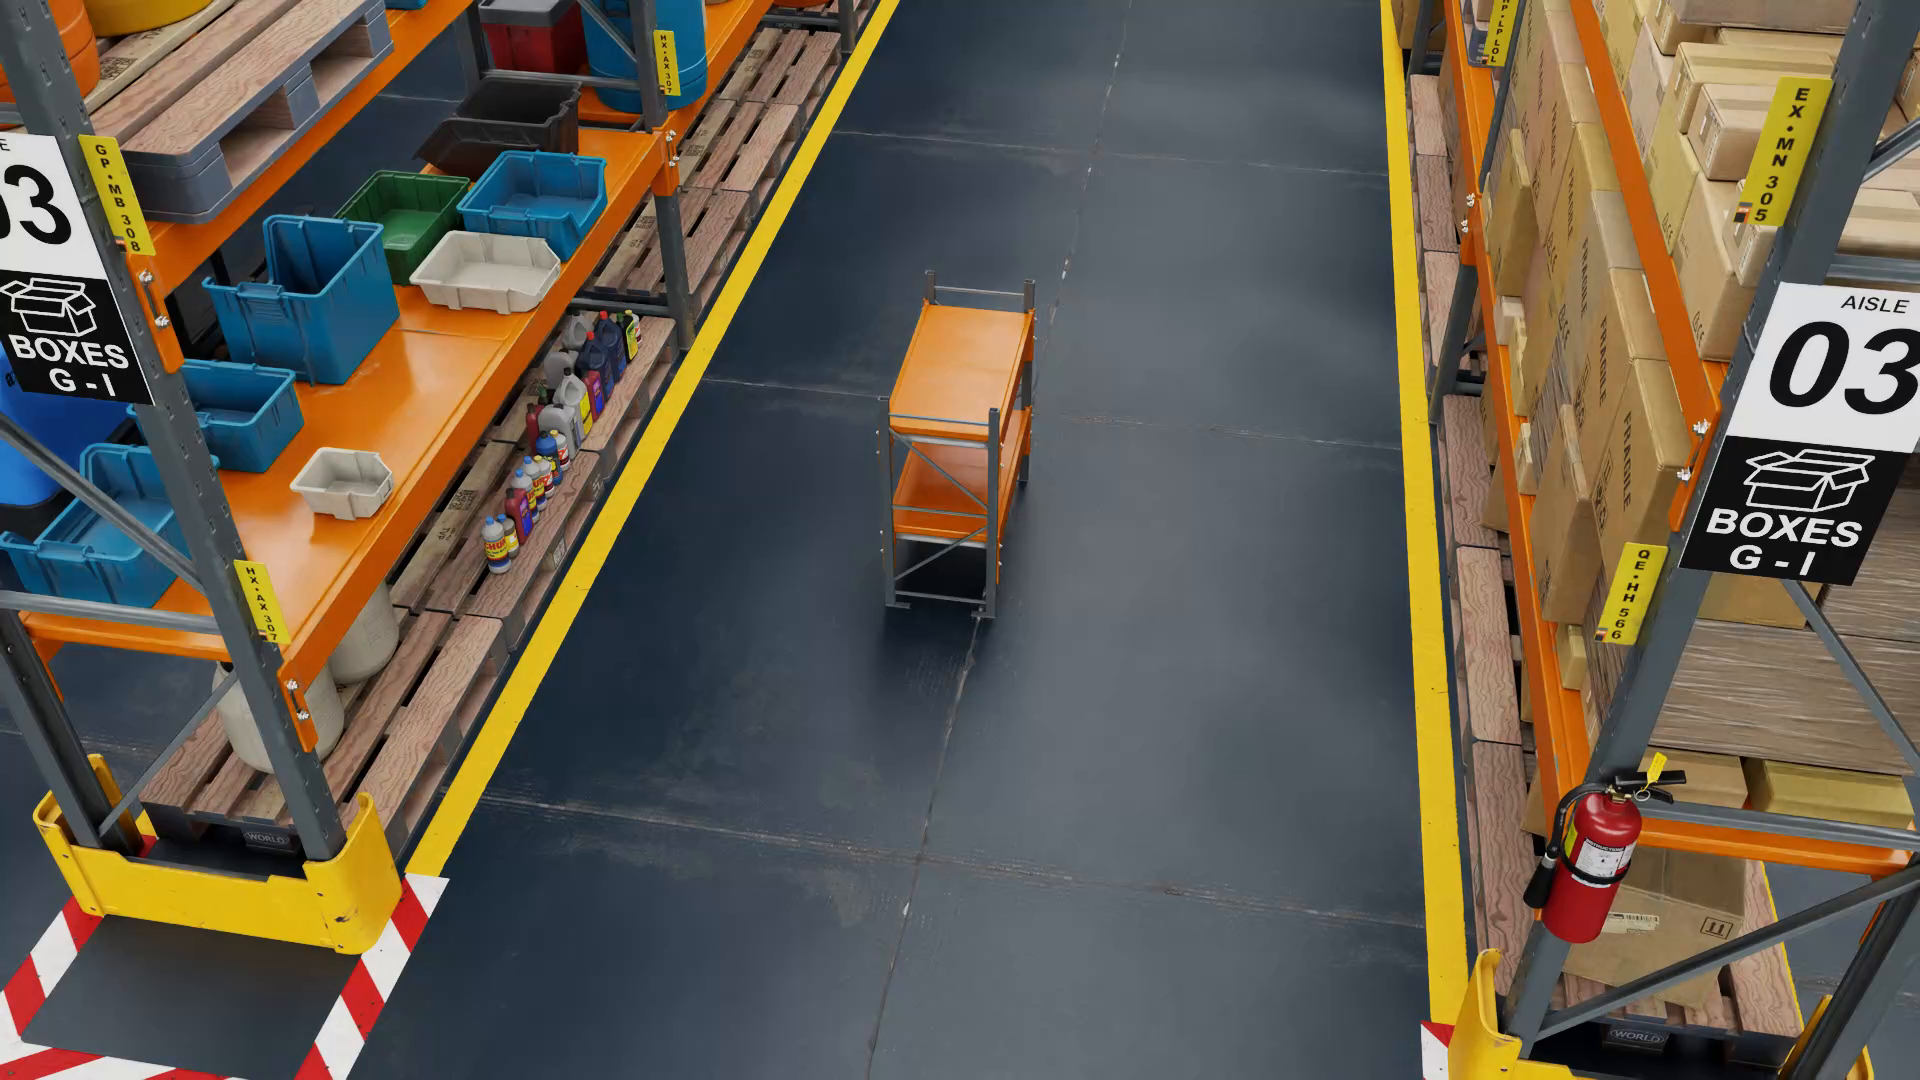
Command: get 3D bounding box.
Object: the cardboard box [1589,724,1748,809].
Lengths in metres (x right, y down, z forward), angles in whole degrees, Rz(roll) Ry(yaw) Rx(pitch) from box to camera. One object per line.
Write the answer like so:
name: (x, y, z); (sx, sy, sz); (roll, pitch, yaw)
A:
cardboard box: (2.069, 0.675, 4.873); (0.380, 0.149, 0.250); (6, 40, 8)

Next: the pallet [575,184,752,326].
pallet: (-1.866, -1.699, 9.736); (1.003, 0.211, 1.213); (6, 40, 8)

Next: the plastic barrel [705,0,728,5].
plastic barrel: (-1.455, -3.365, 9.457); (0.433, 0.535, 0.433); (0, 40, 0)

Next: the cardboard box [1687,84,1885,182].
cardboard box: (2.063, -1.015, 4.171); (0.380, 0.149, 0.250); (5, 40, 6)

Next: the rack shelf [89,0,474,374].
rack shelf: (-2.309, -1.900, 6.001); (1.077, 0.370, 4.000); (6, 40, 8)

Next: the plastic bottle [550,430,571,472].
plastic bottle: (-1.905, -0.430, 7.863); (0.097, 0.201, 0.097); (0, 40, 0)

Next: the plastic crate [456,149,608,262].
plastic crate: (-1.887, -1.495, 7.417); (0.499, 0.251, 0.616); (6, 40, 8)

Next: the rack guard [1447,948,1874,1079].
rack guard: (2.236, 1.696, 5.404); (1.175, 0.500, 0.348); (6, 40, 8)

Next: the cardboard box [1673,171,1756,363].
cardboard box: (2.056, -0.649, 4.041); (0.500, 0.250, 0.500); (7, 40, 9)

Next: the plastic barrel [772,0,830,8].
plastic barrel: (-1.203, -4.421, 12.214); (0.600, 0.830, 0.708); (6, 40, 8)

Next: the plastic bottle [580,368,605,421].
plastic bottle: (-1.811, -0.736, 8.169); (0.061, 0.283, 0.133); (9, 40, 11)

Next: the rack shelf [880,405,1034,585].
rack shelf: (0.001, -0.249, 7.649); (0.538, 0.278, 1.000); (6, 40, 8)

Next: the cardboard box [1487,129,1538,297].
cardboard box: (2.655, -1.298, 6.751); (0.875, 0.500, 0.500); (6, 40, 8)

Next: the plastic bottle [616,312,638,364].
plastic bottle: (-1.722, -1.061, 8.562); (0.061, 0.283, 0.133); (8, 40, 10)

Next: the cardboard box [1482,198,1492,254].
cardboard box: (2.526, -1.376, 7.355); (0.380, 0.149, 0.250); (6, 40, 8)

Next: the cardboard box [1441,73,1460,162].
cardboard box: (3.428, -2.675, 10.344); (0.700, 0.500, 0.500); (3, 40, 4)

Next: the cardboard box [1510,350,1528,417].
cardboard box: (2.335, -0.589, 6.402); (0.380, 0.149, 0.250); (6, 40, 8)

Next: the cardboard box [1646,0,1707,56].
cardboard box: (2.196, -1.496, 4.753); (0.380, 0.149, 0.250); (5, 40, 5)

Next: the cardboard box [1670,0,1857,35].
cardboard box: (2.242, -1.723, 4.518); (0.500, 0.500, 0.500); (6, 40, 8)

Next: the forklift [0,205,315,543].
forklift: (-4.421, -2.032, 8.005); (1.130, 2.935, 3.031); (6, 40, 7)

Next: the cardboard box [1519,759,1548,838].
cardboard box: (2.417, 0.813, 6.142); (0.500, 0.500, 0.500); (17, 42, 19)

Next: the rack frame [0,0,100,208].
rack frame: (-2.655, -2.078, 3.298); (1.000, 3.000, 0.127); (6, 40, 8)

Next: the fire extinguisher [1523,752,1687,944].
fire extinguisher: (1.749, 0.831, 4.549); (0.296, 0.674, 0.183); (6, 40, 8)

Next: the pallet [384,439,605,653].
pallet: (-2.329, -0.017, 7.702); (1.003, 0.211, 1.213); (6, 40, 8)

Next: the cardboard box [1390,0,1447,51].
cardboard box: (3.747, -4.014, 11.686); (1.225, 0.875, 0.875); (5, 40, 6)

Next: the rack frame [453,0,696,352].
rack frame: (-1.963, -2.276, 8.246); (1.000, 3.000, 0.127); (6, 40, 8)

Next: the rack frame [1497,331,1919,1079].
rack frame: (2.223, 0.780, 4.549); (1.000, 3.000, 0.127); (6, 40, 8)

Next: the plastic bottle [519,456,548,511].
plastic bottle: (-1.958, -0.266, 7.610); (0.097, 0.271, 0.097); (0, 40, 0)

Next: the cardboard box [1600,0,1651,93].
cardboard box: (2.319, -1.599, 5.191); (0.500, 0.250, 0.500); (6, 40, 7)

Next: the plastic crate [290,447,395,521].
plastic crate: (-2.184, -0.191, 5.930); (0.298, 0.136, 0.250); (6, 40, 8)

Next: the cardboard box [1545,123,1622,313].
cardboard box: (2.339, -1.072, 5.692); (0.500, 0.500, 0.500); (6, 40, 8)

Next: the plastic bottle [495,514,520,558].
plastic bottle: (-2.017, -0.026, 7.375); (0.097, 0.201, 0.097); (0, 40, 0)

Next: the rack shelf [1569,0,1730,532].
rack shelf: (2.569, -1.354, 5.341); (1.077, 0.370, 4.000); (6, 40, 8)

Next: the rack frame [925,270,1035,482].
rack frame: (0.089, -0.757, 7.879); (0.500, 1.125, 0.032); (6, 40, 8)

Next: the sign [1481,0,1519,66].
sign: (2.368, -2.235, 7.288); (0.100, 0.325, 0.005); (6, 40, 8)

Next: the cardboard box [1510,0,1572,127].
cardboard box: (2.587, -2.014, 6.833); (0.500, 0.500, 0.500); (6, 40, 8)

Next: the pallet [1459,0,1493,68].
pallet: (3.305, -2.920, 9.175); (1.003, 0.211, 1.213); (6, 40, 8)

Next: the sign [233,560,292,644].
sign: (-2.114, 0.191, 5.045); (0.100, 0.325, 0.005); (6, 40, 8)

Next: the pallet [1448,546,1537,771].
pallet: (2.625, 0.538, 7.031); (1.003, 0.211, 1.213); (6, 40, 8)

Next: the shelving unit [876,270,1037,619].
shelving unit: (0.001, -0.438, 7.494); (0.538, 1.125, 1.048); (6, 40, 8)

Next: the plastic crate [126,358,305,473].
plastic crate: (-2.745, -0.463, 6.169); (0.499, 0.251, 0.408); (6, 40, 8)

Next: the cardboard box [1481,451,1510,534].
cardboard box: (2.715, -0.322, 7.514); (0.500, 0.500, 0.500); (19, 43, 21)

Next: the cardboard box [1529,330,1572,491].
cardboard box: (2.443, -0.351, 5.606); (0.875, 0.500, 0.500); (6, 40, 8)

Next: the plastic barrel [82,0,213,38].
plastic barrel: (-2.583, -1.886, 4.943); (0.600, 0.588, 0.600); (0, 40, 0)

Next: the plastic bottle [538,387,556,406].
plastic bottle: (-1.985, -0.635, 8.048); (0.061, 0.283, 0.133); (6, 40, 8)

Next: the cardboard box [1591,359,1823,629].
cardboard box: (2.075, -0.131, 4.555); (0.500, 0.500, 0.500); (6, 40, 8)

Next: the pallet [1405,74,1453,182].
pallet: (3.471, -2.676, 10.917); (1.003, 0.211, 1.213); (6, 40, 8)

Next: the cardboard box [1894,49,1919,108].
cardboard box: (2.724, -1.258, 4.466); (0.380, 0.149, 0.250); (6, 40, 8)
